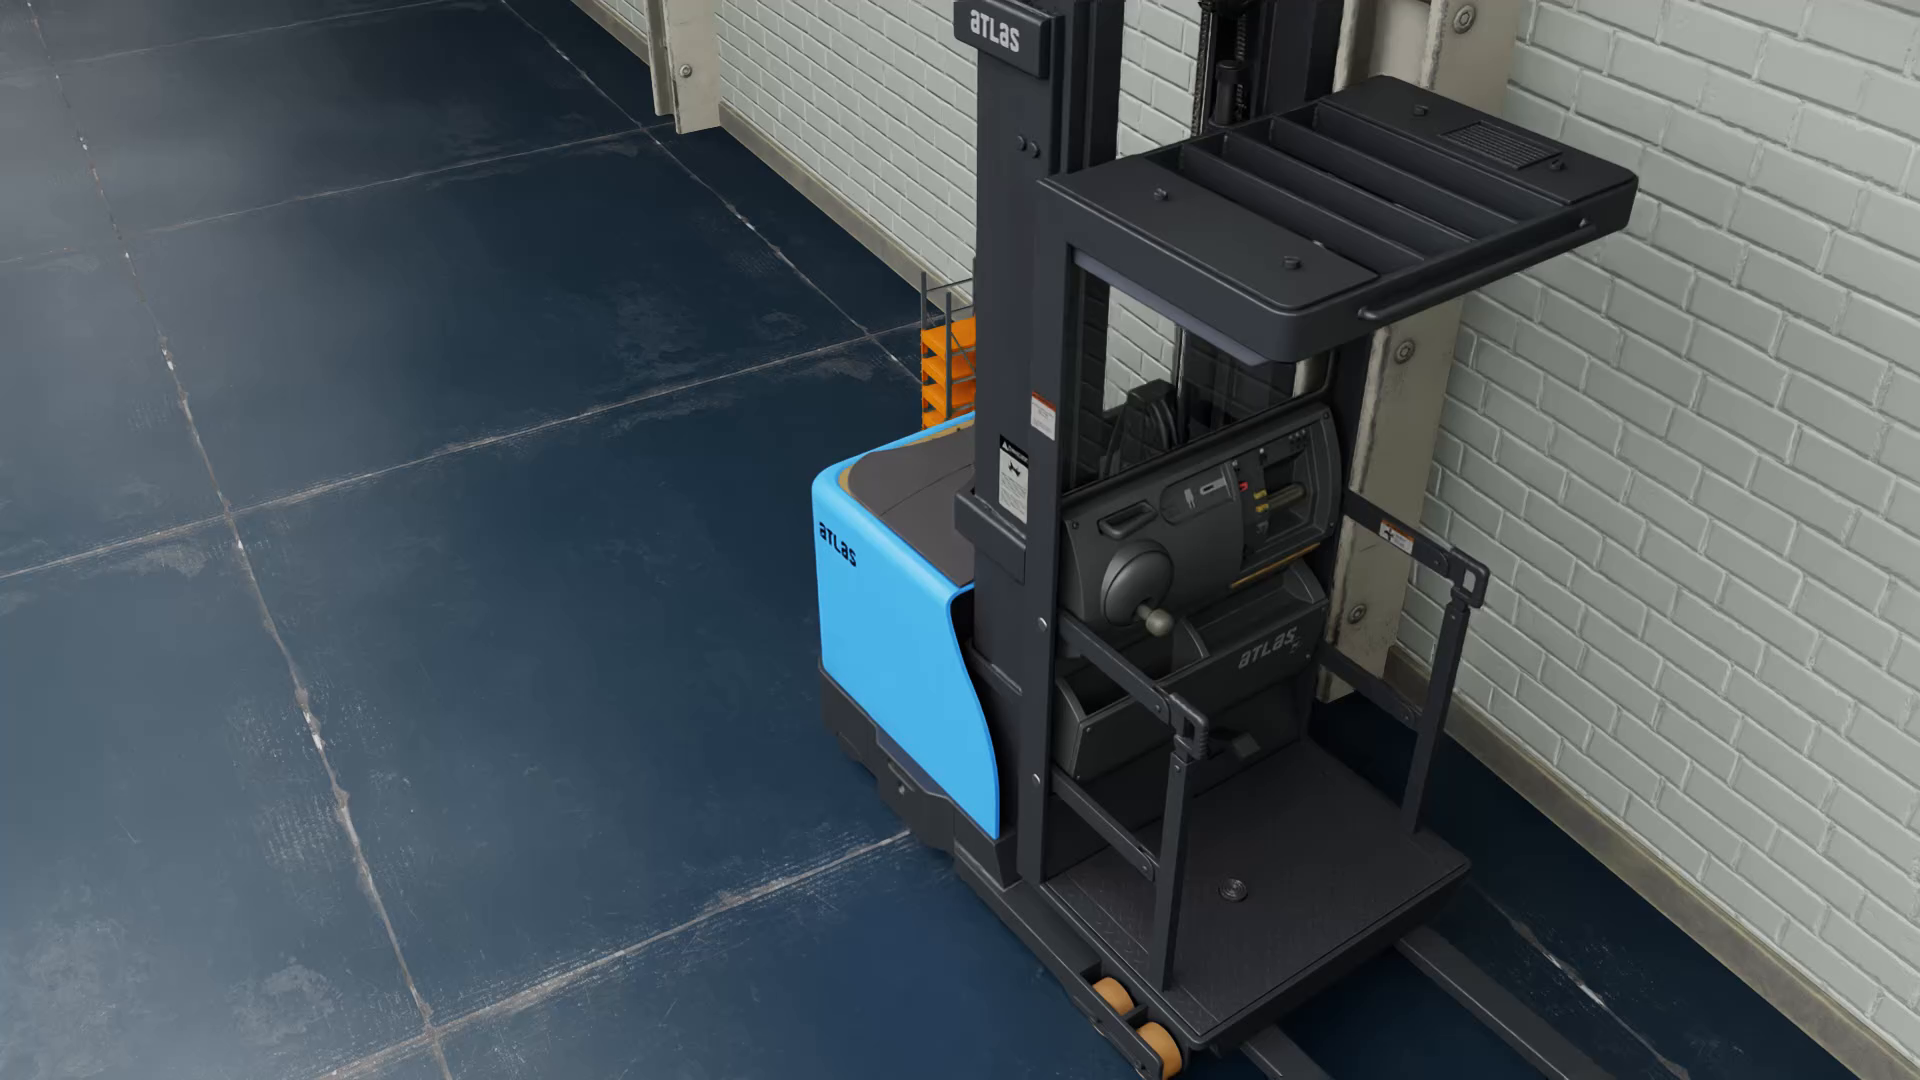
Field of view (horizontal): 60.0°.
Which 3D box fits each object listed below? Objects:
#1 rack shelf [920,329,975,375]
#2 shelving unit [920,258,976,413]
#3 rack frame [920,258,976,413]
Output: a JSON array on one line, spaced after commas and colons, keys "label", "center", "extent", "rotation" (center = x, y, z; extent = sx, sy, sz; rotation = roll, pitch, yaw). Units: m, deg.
[{"label": "rack shelf", "center": [0.007, -0.732, 6.200], "extent": [0.258, 0.103, 0.180], "rotation": [-19, 40, -24]}, {"label": "shelving unit", "center": [-7.825, -5.445, 12.679], "extent": [5.752, 1.800, 21.905], "rotation": [-19, 40, -24]}, {"label": "rack frame", "center": [-0.039, -0.524, 6.450], "extent": [0.240, 1.200, 0.006], "rotation": [-19, 40, -24]}]
